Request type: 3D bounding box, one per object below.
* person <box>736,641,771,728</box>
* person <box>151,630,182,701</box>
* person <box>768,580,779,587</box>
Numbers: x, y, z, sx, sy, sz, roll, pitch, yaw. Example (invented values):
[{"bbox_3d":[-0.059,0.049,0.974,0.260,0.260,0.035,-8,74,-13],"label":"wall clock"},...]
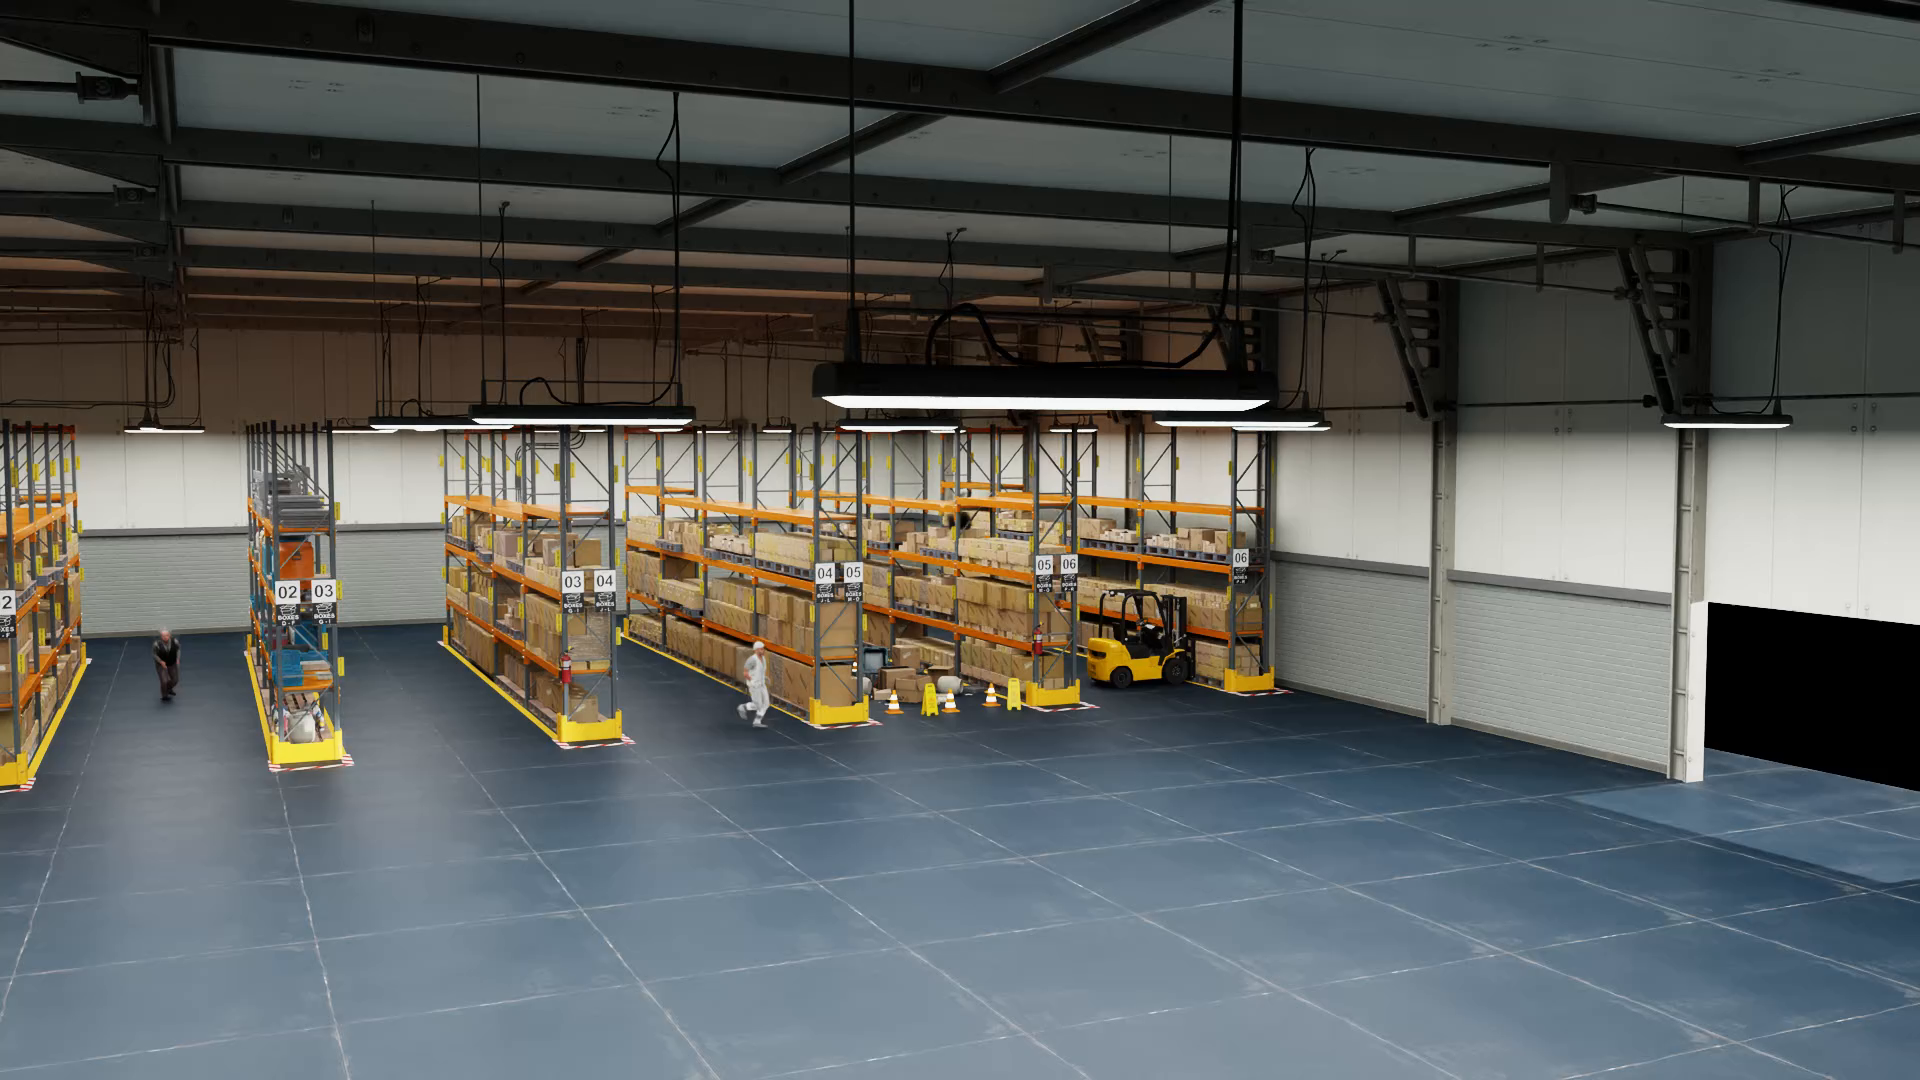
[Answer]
[{"bbox_3d":[-4.065,2.833,32.693,0.682,1.704,0.667,2,4,27],"label":"person"},{"bbox_3d":[-17.165,2.696,35.924,0.629,1.558,0.855,-3,5,-43],"label":"person"},{"bbox_3d":[-5.625,1.759,51.152,0.642,1.623,0.853,2,4,34],"label":"person"}]
